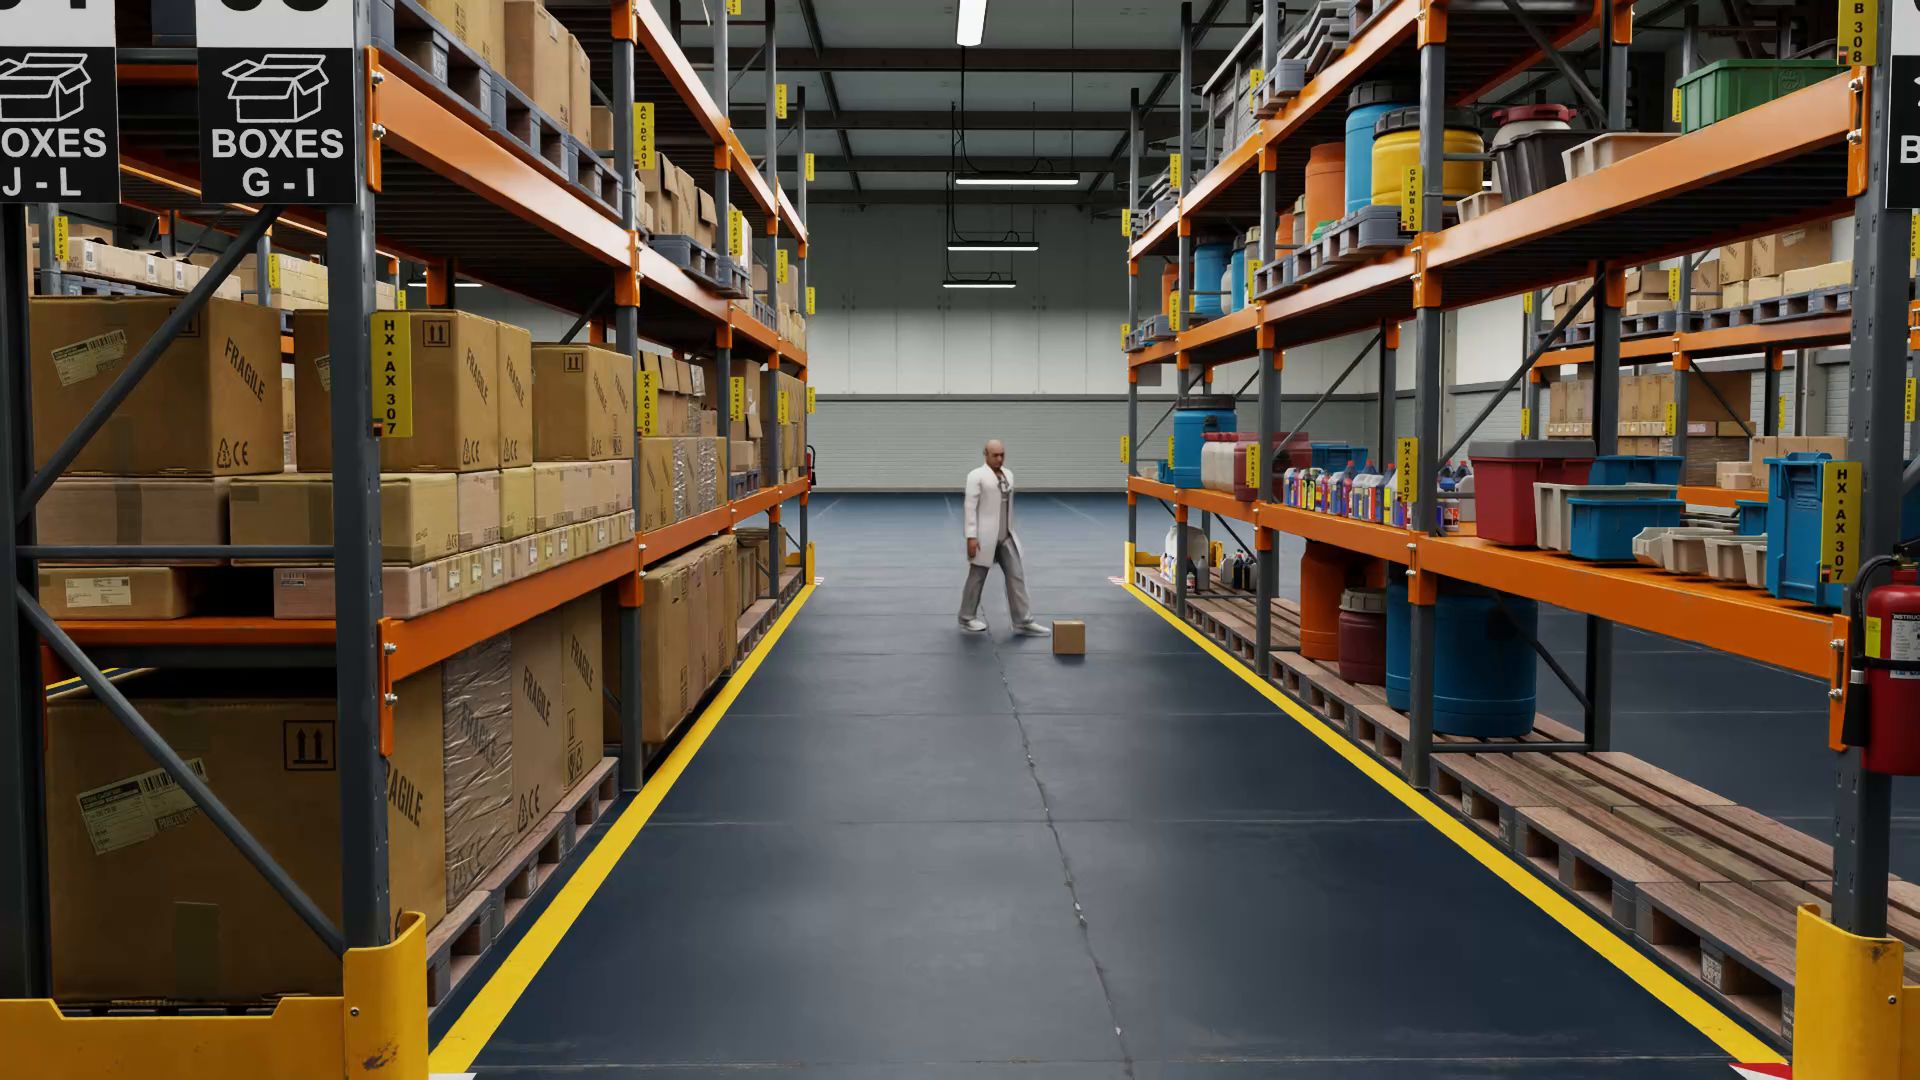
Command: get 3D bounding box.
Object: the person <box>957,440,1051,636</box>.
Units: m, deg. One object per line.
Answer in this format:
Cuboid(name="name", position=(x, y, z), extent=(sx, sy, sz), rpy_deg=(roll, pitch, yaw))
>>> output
Cuboid(name="person", position=(0.317, -0.024, 15.061), extent=(0.685, 1.767, 0.820), rpy_deg=(-3, 5, -41))
